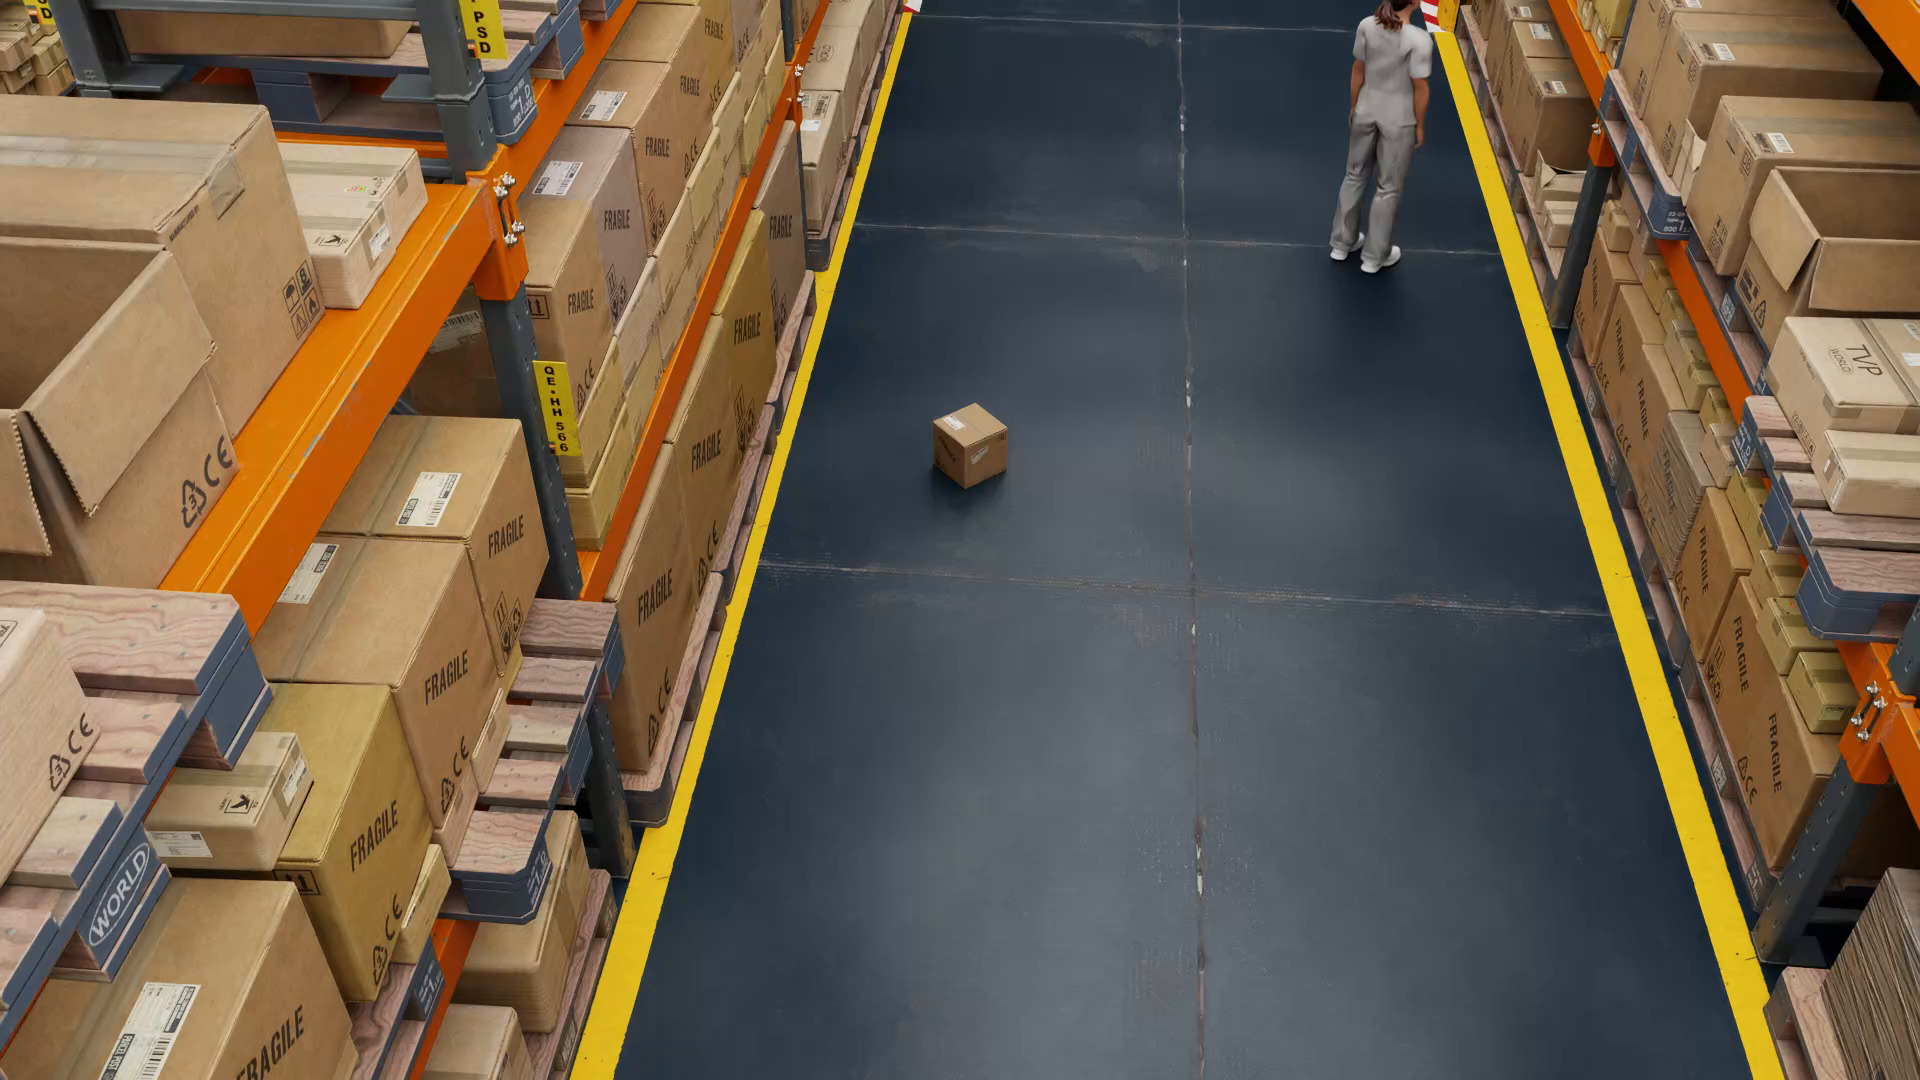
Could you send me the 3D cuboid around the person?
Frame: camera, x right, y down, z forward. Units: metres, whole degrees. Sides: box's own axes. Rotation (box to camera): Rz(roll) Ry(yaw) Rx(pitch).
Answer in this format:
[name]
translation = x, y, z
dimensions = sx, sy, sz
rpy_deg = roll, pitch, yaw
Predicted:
[person]
translation = 2.241, -2.201, 8.747
dimensions = 0.441, 1.678, 0.392
rpy_deg = 30, 49, 31
